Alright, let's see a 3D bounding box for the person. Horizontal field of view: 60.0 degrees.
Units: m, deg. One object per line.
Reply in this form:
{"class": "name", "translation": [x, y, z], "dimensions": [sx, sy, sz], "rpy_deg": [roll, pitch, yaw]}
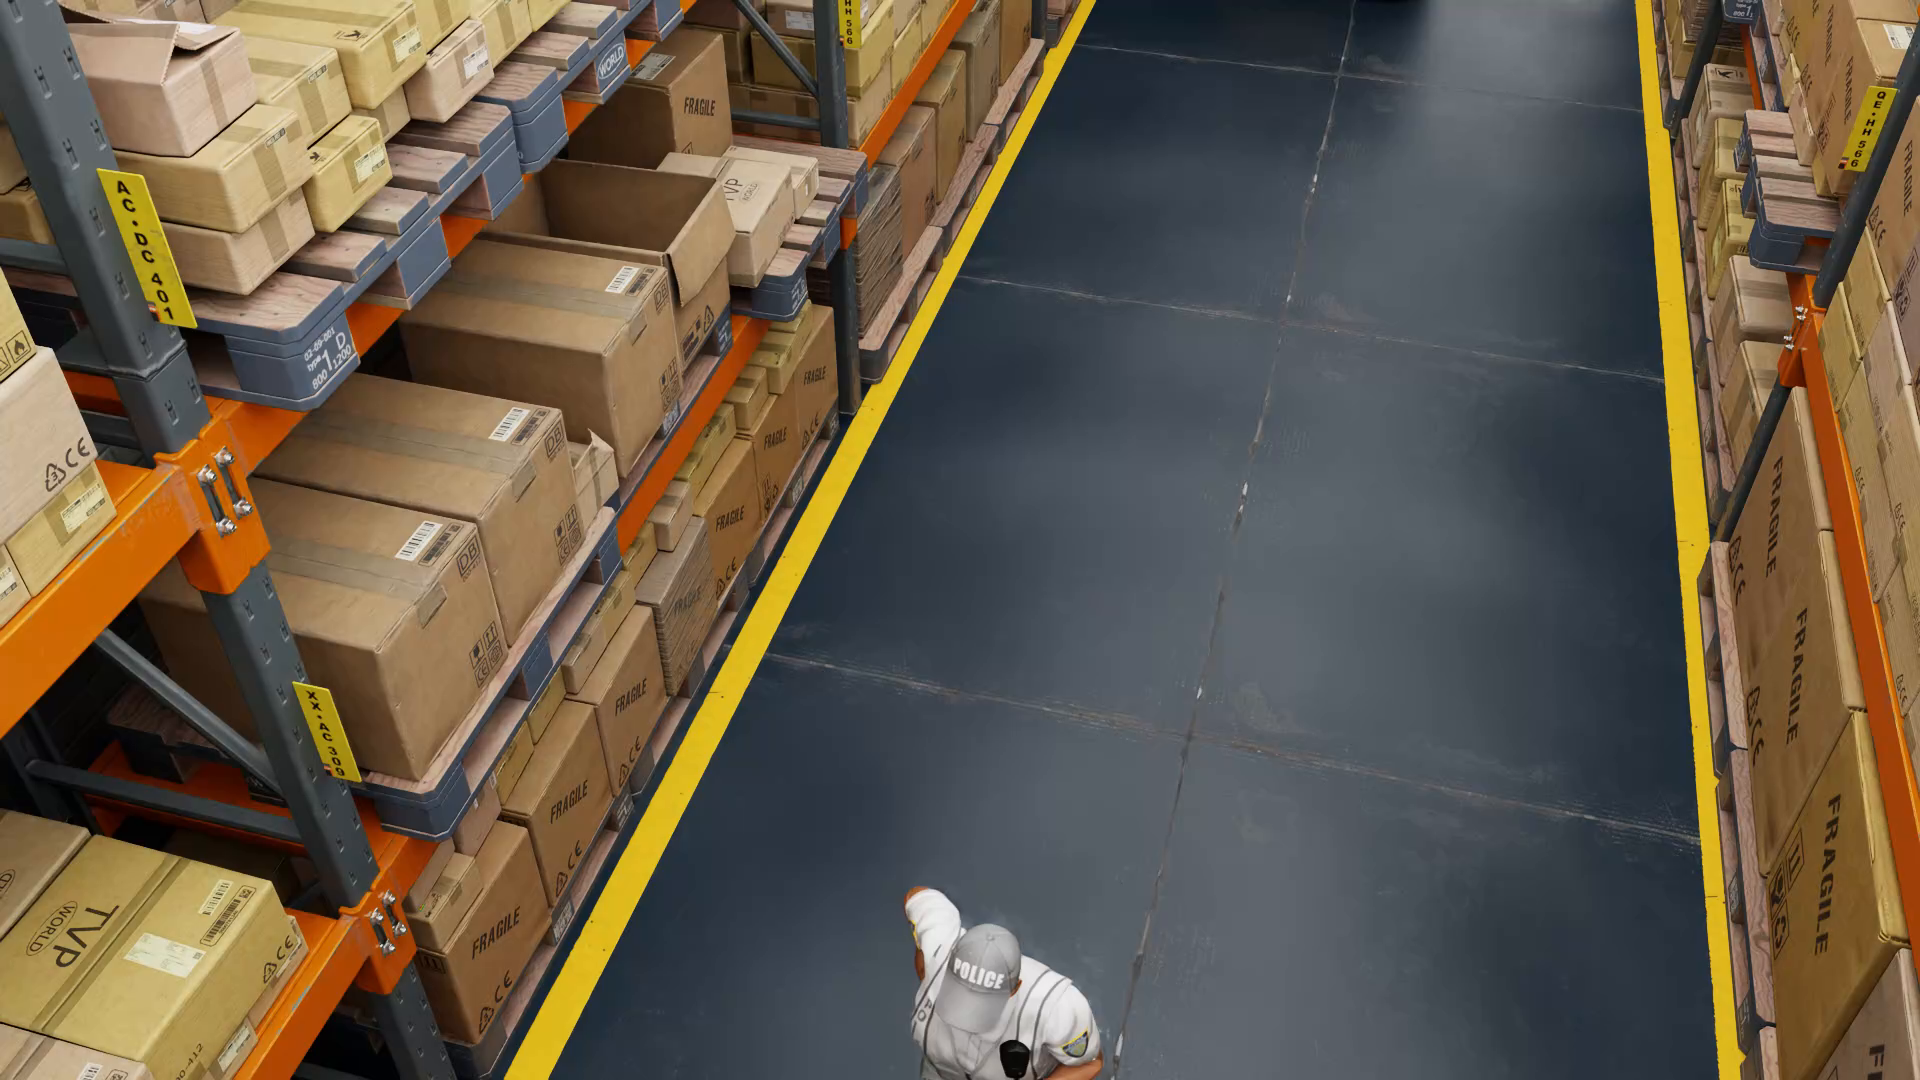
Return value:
{"class": "person", "translation": [0.112, 1.411, 4.611], "dimensions": [0.594, 1.606, 0.917], "rpy_deg": [9, 42, 10]}
